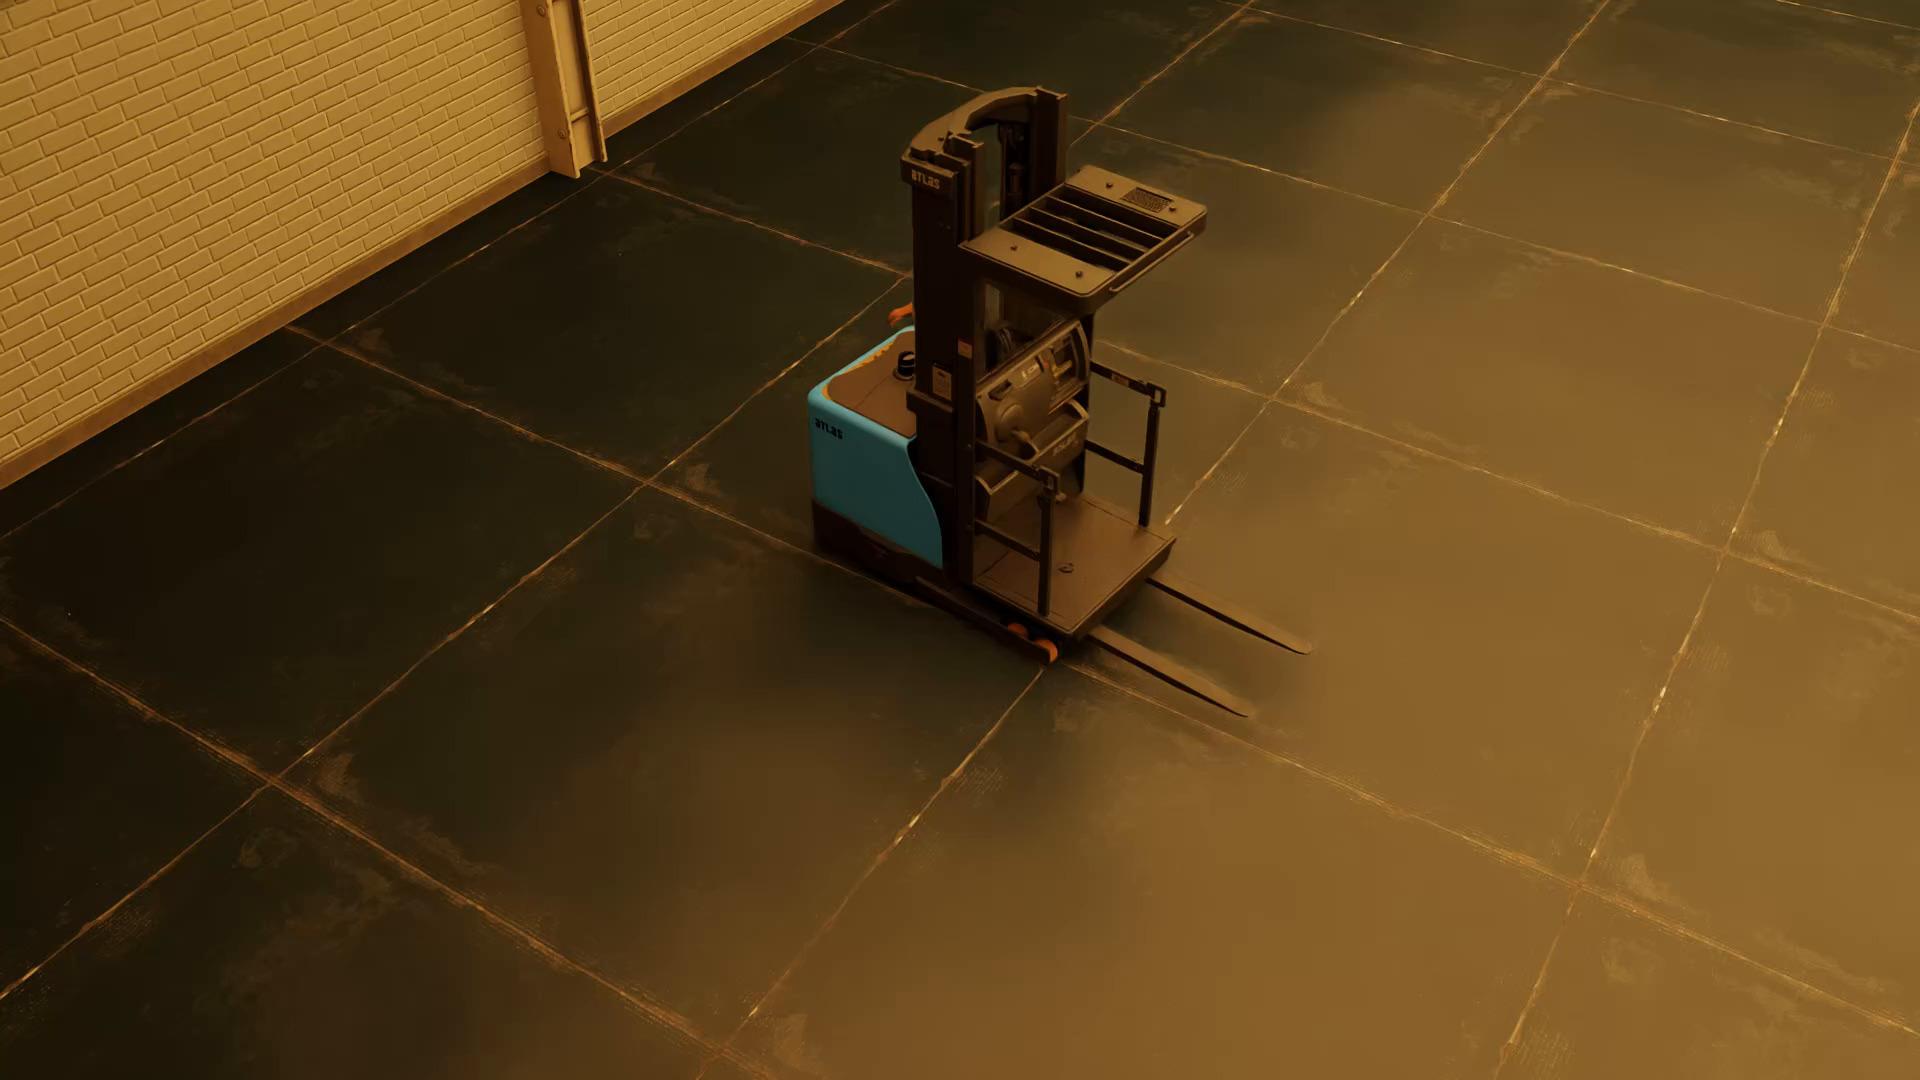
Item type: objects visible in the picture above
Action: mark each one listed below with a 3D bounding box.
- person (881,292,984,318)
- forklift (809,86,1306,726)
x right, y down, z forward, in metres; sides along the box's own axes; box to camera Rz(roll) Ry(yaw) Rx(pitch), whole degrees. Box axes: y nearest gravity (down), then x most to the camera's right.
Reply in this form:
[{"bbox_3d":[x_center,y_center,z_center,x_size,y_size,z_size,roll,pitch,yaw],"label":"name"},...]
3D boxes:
[{"bbox_3d":[-0.096,-1.531,10.980,0.536,1.596,0.980,14,42,16],"label":"person"},{"bbox_3d":[0.548,-0.780,8.887,3.031,2.935,1.130,30,49,30],"label":"forklift"}]
